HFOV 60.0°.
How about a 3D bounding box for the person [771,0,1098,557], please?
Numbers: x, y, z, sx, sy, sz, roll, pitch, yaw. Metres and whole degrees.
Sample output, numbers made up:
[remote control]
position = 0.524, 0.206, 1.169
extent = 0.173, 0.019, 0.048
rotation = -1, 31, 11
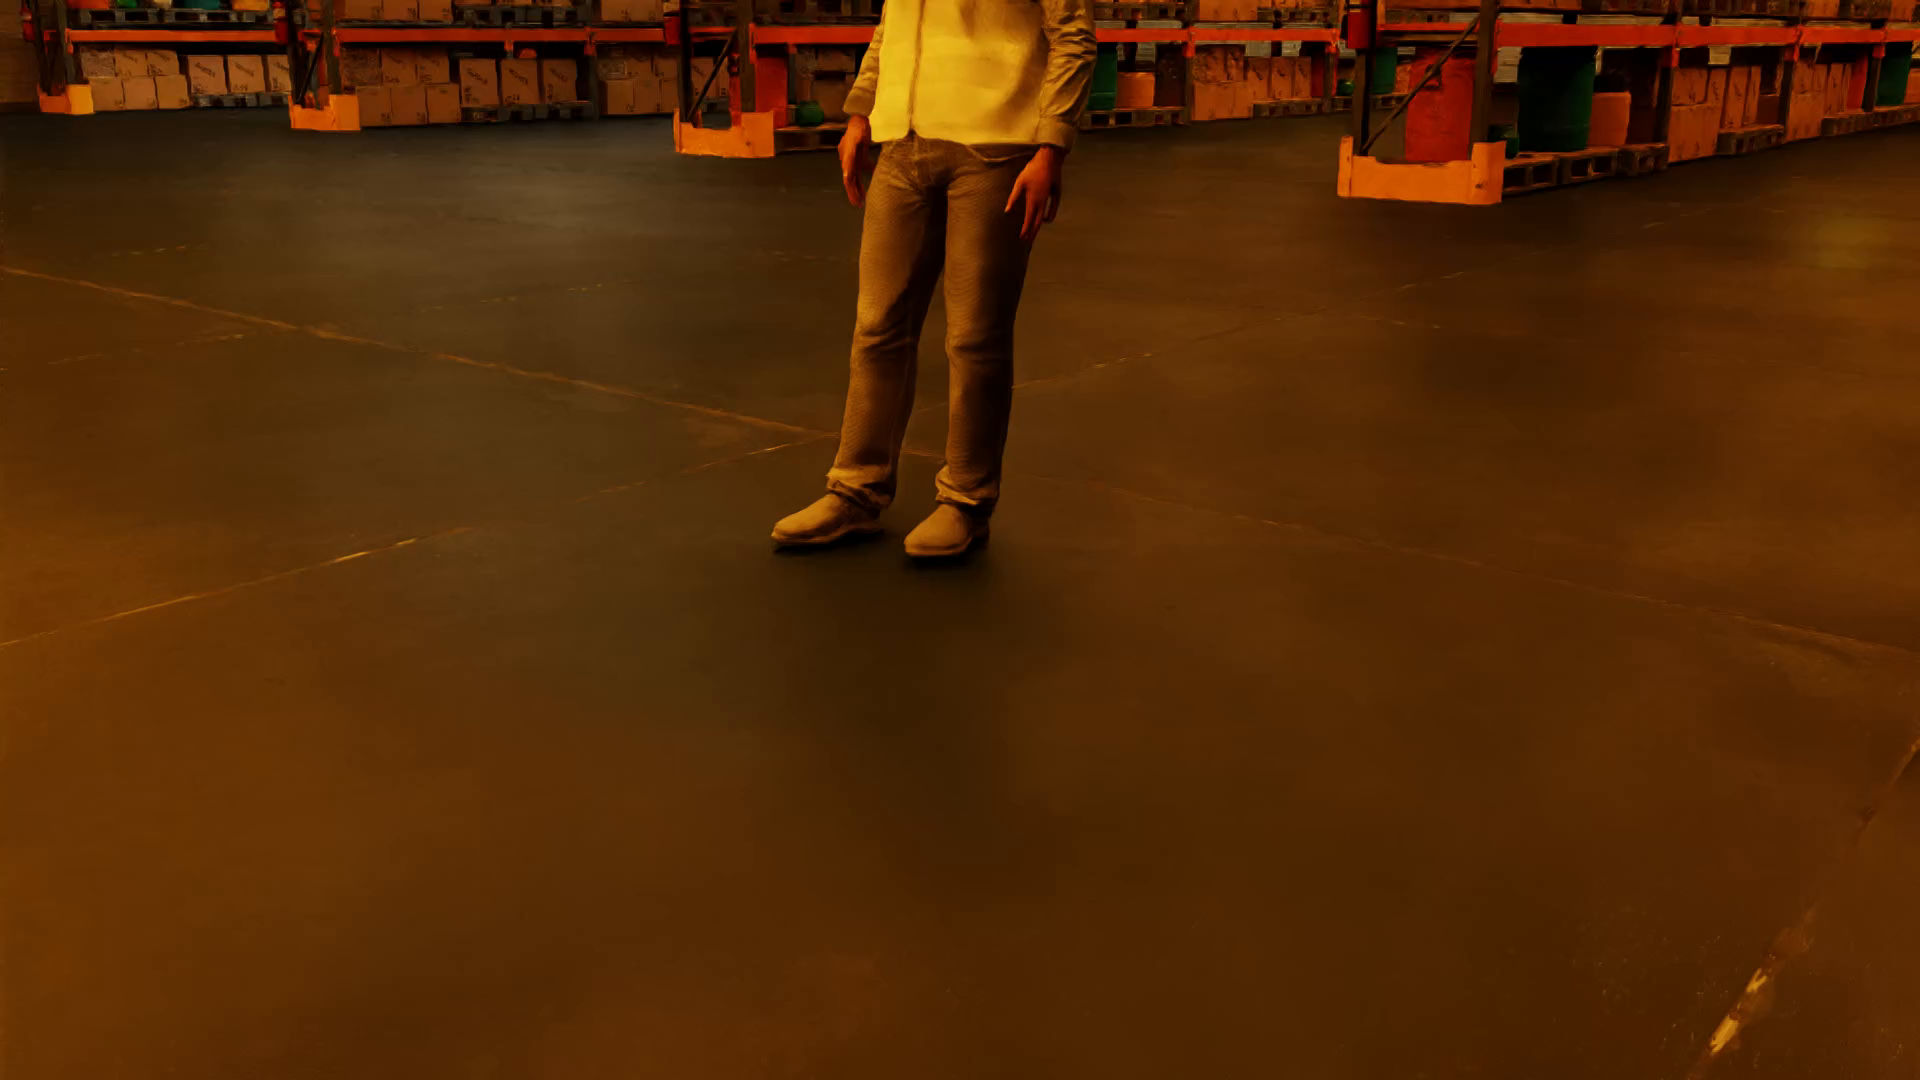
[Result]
[person]
position = -0.046, -0.843, 3.641
extent = 0.632, 1.773, 0.567
rotation = 13, 21, 37
